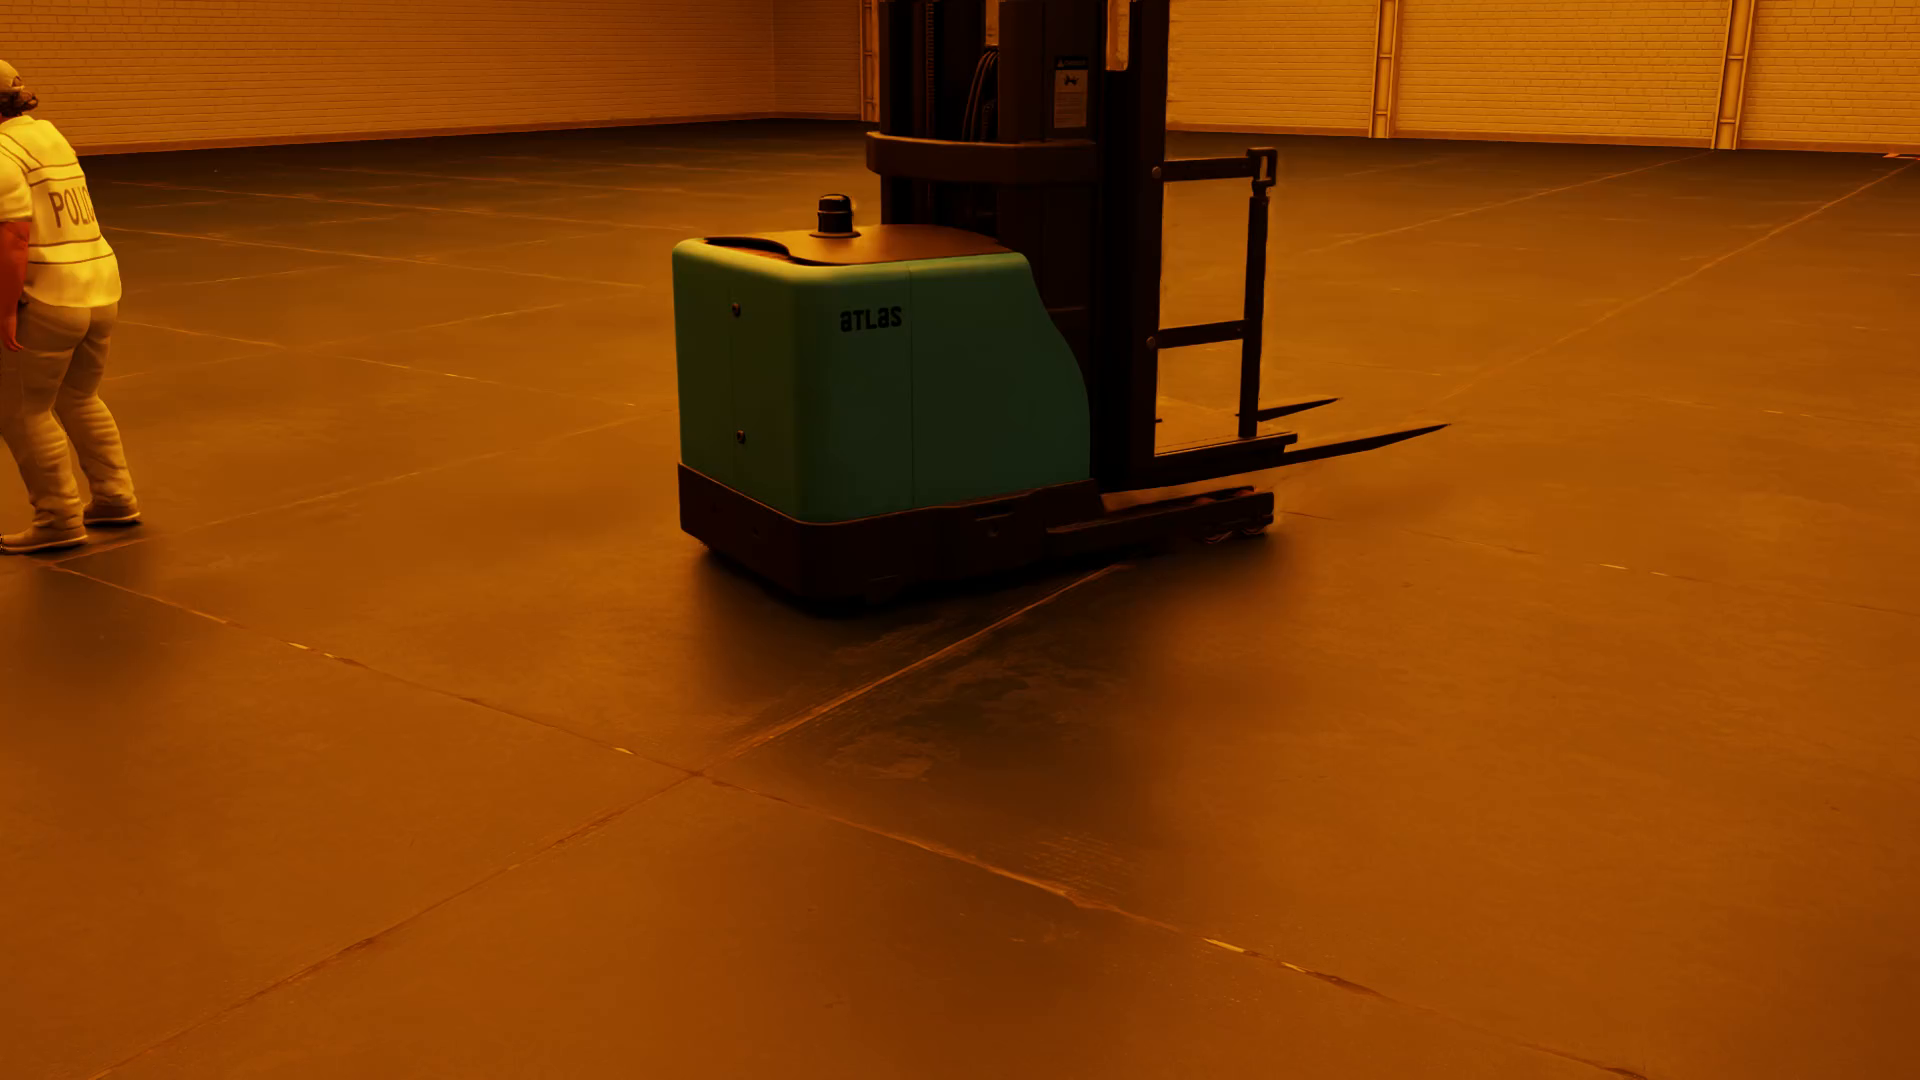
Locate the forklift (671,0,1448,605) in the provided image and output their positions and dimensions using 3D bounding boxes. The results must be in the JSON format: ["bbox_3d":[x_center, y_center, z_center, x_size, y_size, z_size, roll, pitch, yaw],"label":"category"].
[{"bbox_3d":[0.531,-1.504,5.862,3.031,2.935,1.130,-11,20,-32],"label":"forklift"}]

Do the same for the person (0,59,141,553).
[{"bbox_3d":[-3.188,-0.812,5.776,0.459,1.670,0.530,1,17,2],"label":"person"}]
